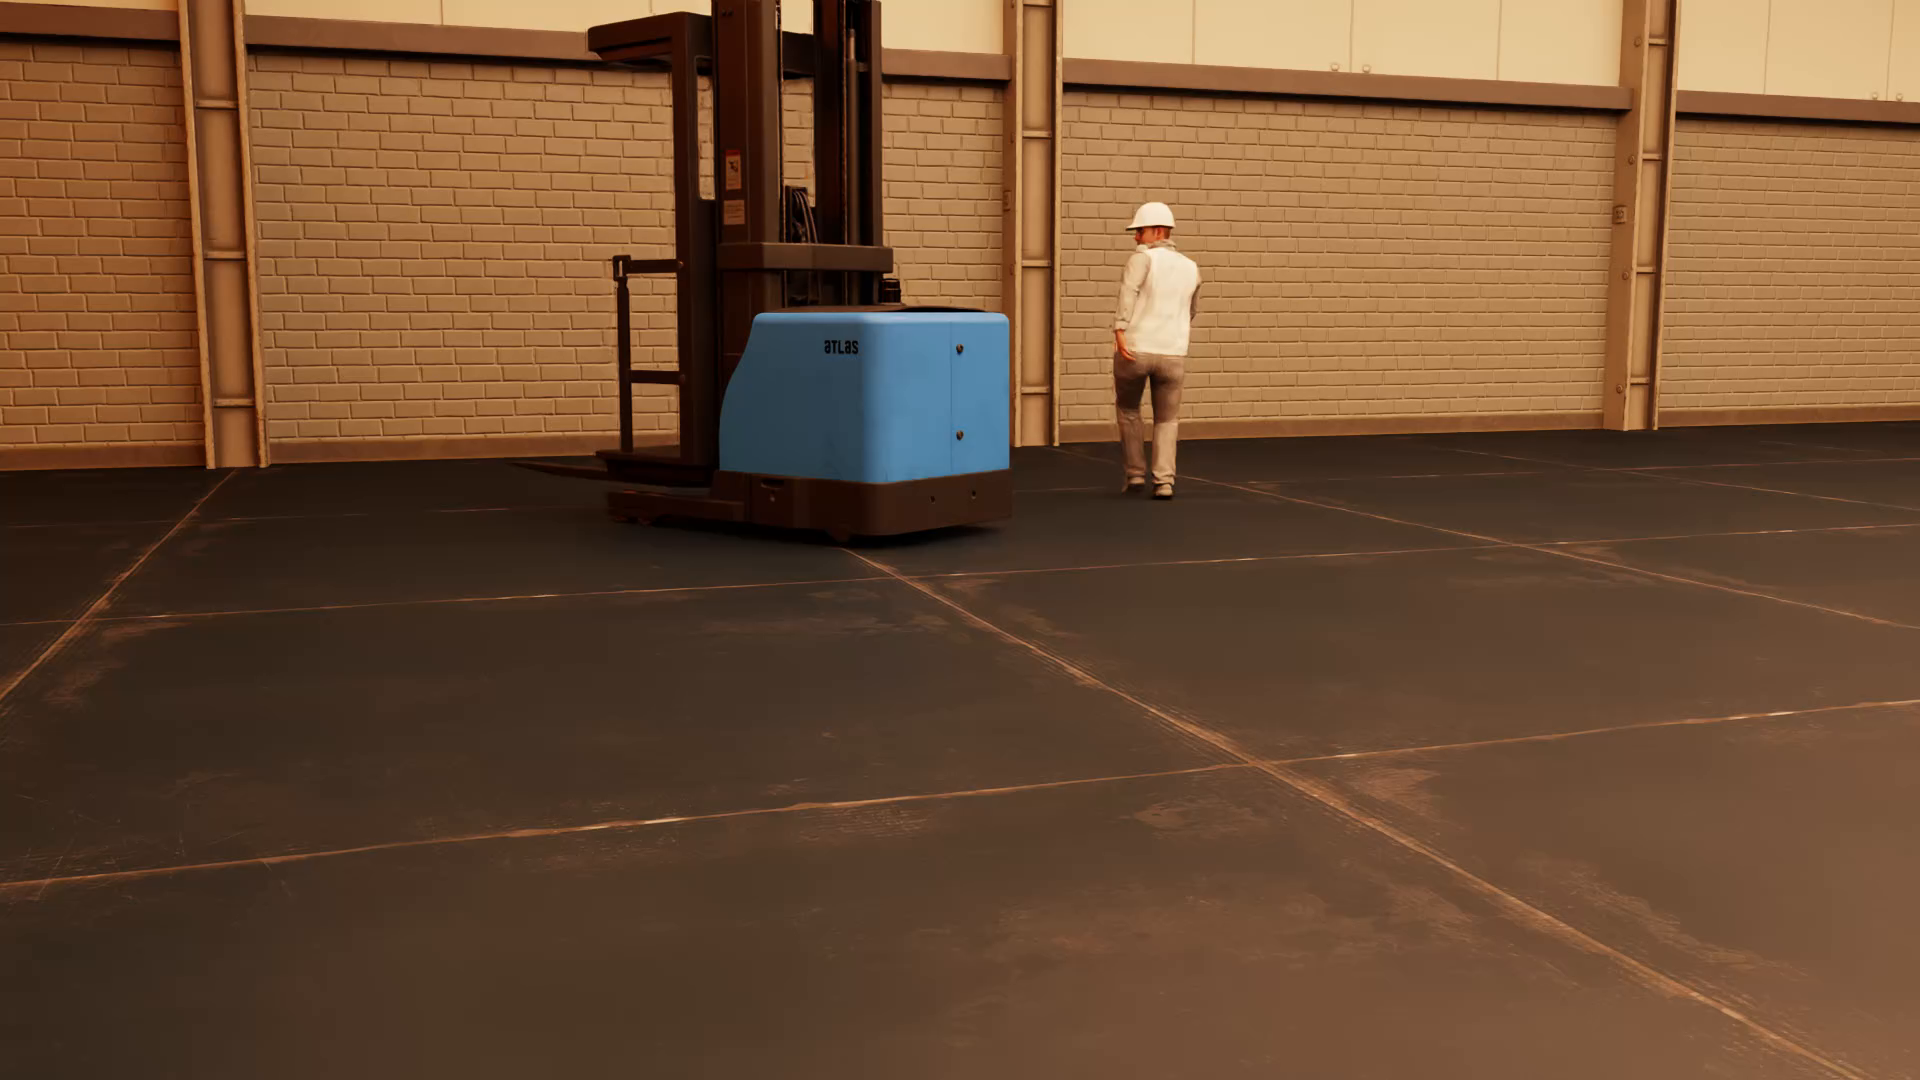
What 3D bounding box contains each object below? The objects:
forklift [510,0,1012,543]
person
[{"bbox_3d":[-1.198,-1.577,8.642,3.031,2.935,1.130,6,10,39],"label":"forklift"},{"bbox_3d":[1.129,-1.076,9.735,0.592,1.771,0.827,-1,8,-5],"label":"person"}]
